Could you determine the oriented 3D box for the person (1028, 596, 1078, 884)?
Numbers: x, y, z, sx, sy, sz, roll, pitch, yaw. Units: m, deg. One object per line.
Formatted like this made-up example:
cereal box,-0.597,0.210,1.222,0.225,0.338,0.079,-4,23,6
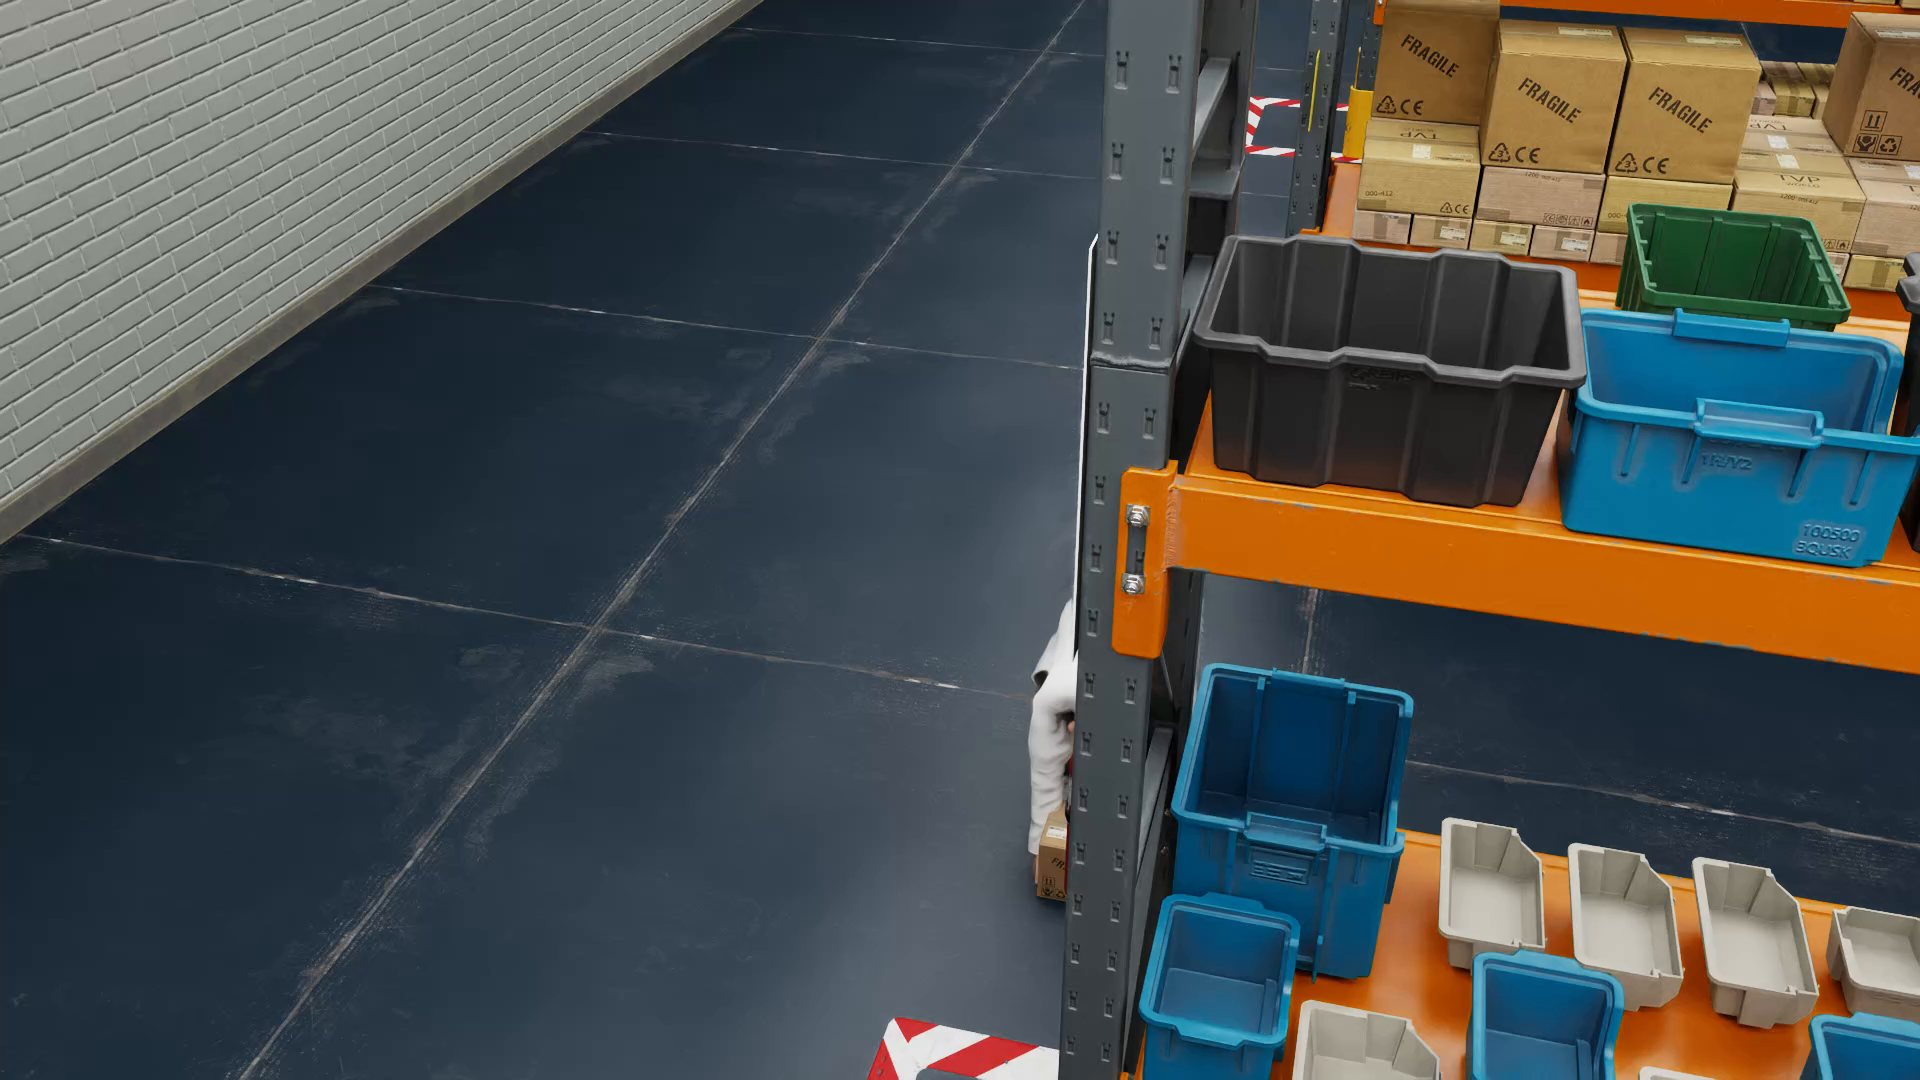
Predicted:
person,0.523,0.675,5.973,0.585,0.868,0.954,7,33,11
